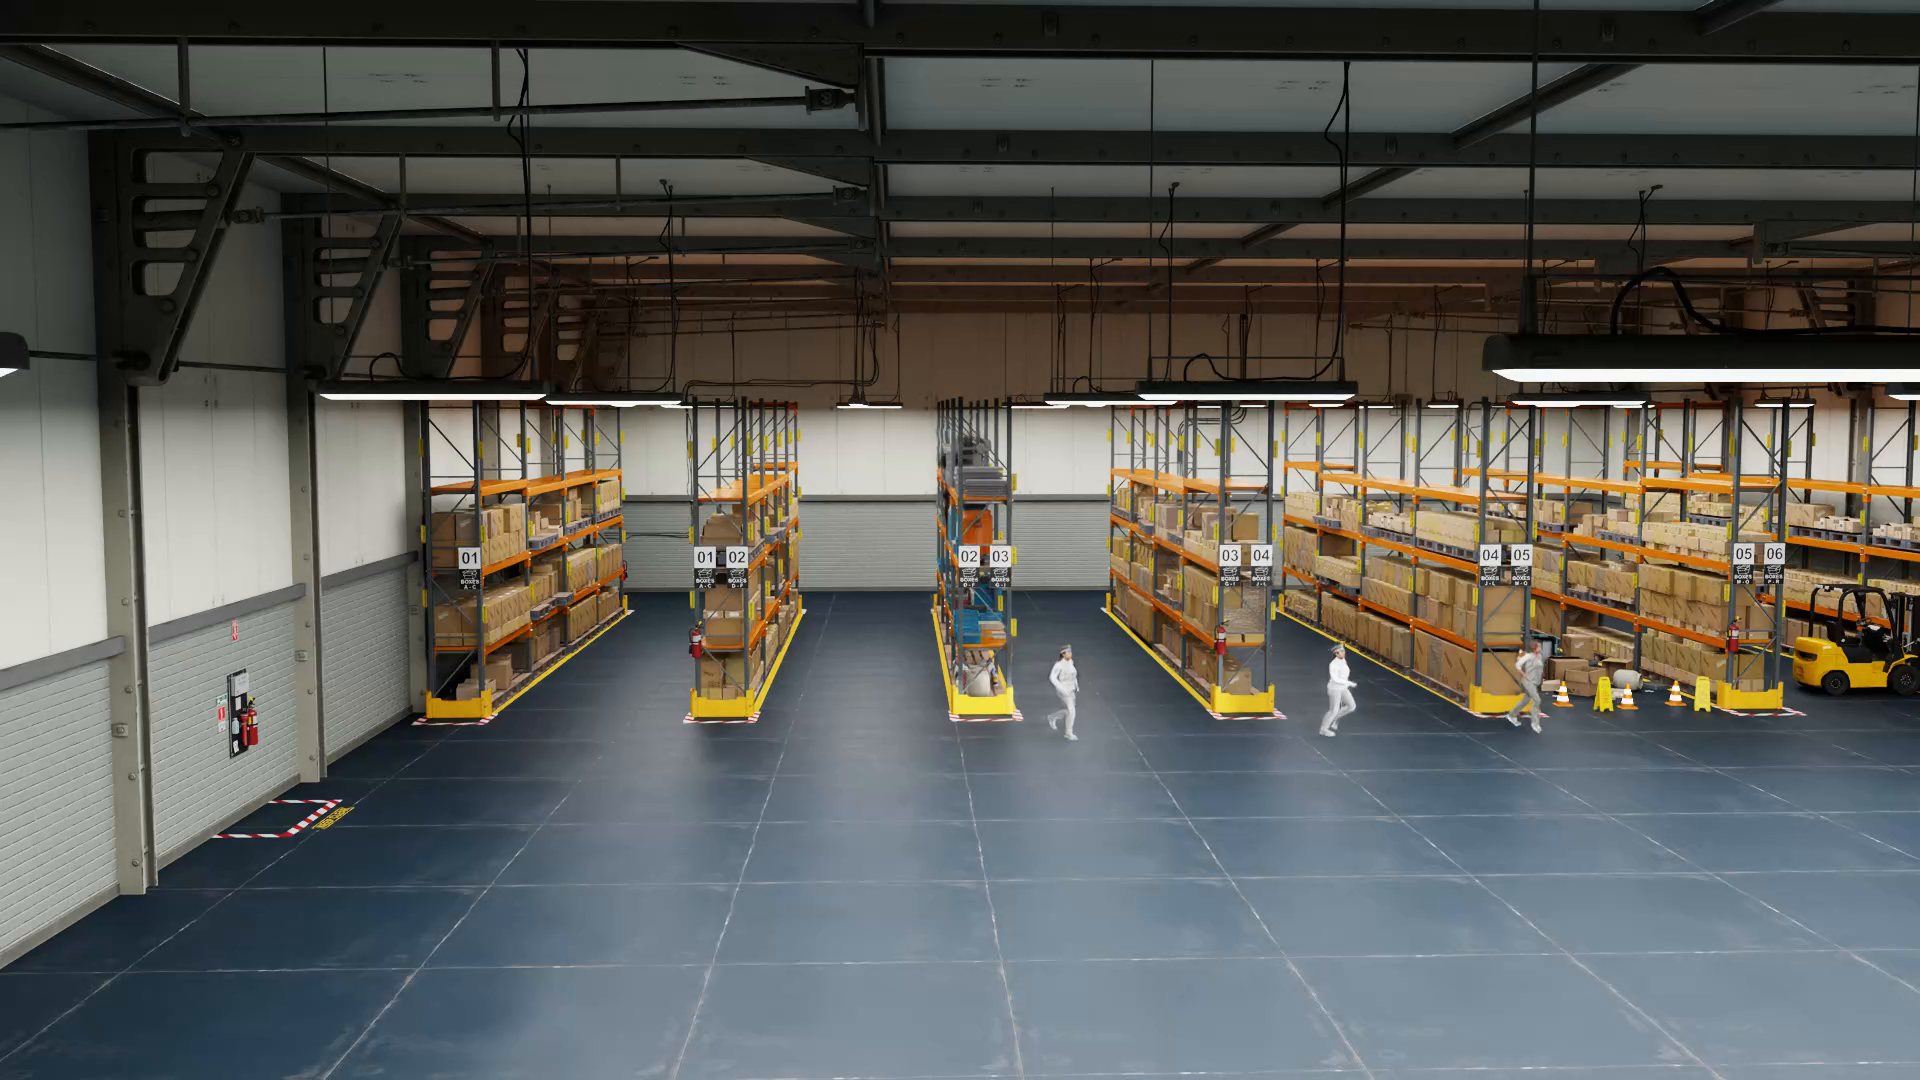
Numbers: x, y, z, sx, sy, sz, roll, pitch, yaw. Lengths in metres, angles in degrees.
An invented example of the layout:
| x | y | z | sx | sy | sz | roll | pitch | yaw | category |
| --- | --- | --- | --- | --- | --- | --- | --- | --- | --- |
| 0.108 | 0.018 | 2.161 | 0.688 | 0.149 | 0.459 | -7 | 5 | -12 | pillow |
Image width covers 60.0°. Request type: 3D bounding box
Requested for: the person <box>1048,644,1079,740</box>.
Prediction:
| x | y | z | sx | sy | sz | roll | pitch | yaw | category |
| --- | --- | --- | --- | --- | --- | --- | --- | --- | --- |
| 1.809 | 2.647 | 29.212 | 0.659 | 1.668 | 0.642 | 3 | 6 | 37 | person |

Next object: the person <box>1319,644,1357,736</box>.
| x | y | z | sx | sy | sz | roll | pitch | yaw | category |
| --- | --- | --- | --- | --- | --- | --- | --- | --- | --- |
| 6.693 | 2.630 | 29.265 | 0.703 | 1.649 | 0.634 | 4 | 6 | 41 | person |

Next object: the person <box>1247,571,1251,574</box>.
| x | y | z | sx | sy | sz | roll | pitch | yaw | category |
| --- | --- | --- | --- | --- | --- | --- | --- | --- | --- |
| 8.049 | 1.410 | 45.267 | 0.553 | 1.697 | 0.878 | 0 | 4 | 1 | person |

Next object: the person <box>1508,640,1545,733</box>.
| x | y | z | sx | sy | sz | roll | pitch | yaw | category |
| --- | --- | --- | --- | --- | --- | --- | --- | --- | --- |
| 10.259 | 2.619 | 29.960 | 0.567 | 1.644 | 0.708 | -4 | 6 | -41 | person |
